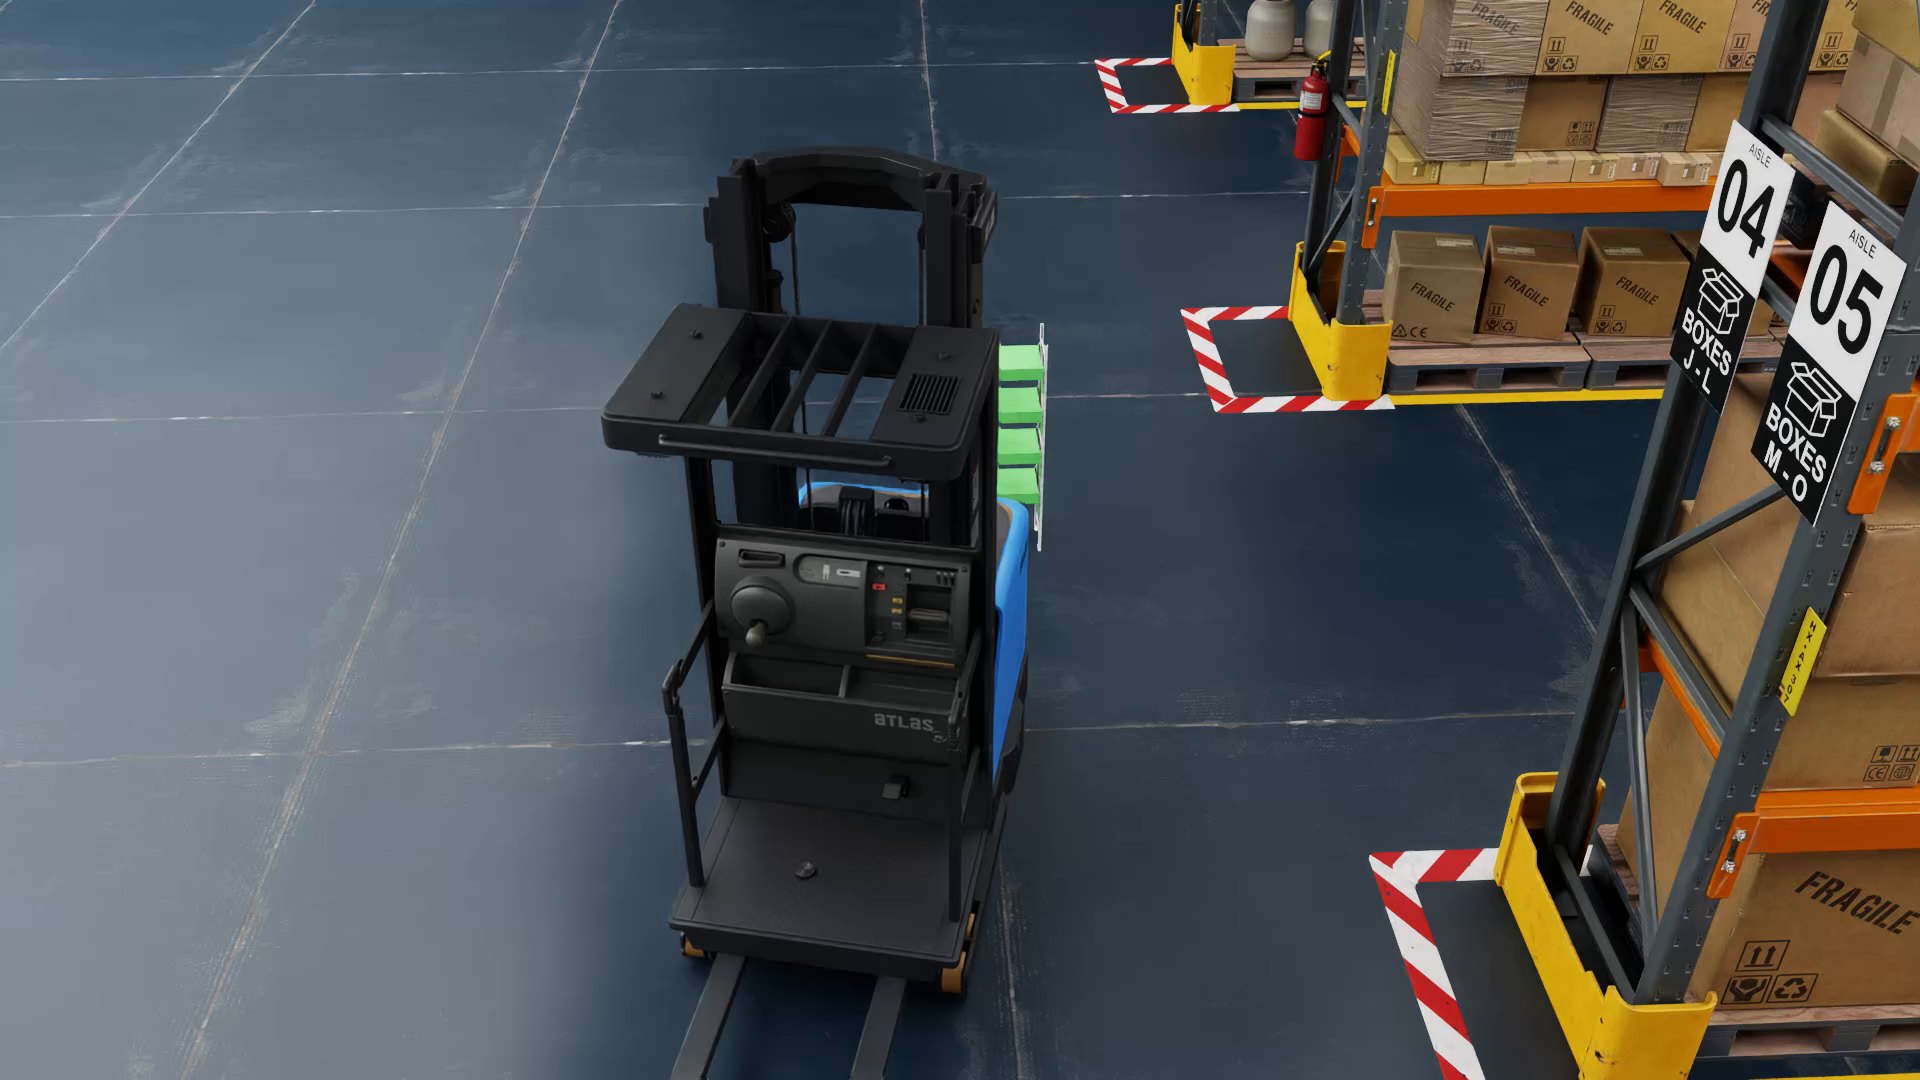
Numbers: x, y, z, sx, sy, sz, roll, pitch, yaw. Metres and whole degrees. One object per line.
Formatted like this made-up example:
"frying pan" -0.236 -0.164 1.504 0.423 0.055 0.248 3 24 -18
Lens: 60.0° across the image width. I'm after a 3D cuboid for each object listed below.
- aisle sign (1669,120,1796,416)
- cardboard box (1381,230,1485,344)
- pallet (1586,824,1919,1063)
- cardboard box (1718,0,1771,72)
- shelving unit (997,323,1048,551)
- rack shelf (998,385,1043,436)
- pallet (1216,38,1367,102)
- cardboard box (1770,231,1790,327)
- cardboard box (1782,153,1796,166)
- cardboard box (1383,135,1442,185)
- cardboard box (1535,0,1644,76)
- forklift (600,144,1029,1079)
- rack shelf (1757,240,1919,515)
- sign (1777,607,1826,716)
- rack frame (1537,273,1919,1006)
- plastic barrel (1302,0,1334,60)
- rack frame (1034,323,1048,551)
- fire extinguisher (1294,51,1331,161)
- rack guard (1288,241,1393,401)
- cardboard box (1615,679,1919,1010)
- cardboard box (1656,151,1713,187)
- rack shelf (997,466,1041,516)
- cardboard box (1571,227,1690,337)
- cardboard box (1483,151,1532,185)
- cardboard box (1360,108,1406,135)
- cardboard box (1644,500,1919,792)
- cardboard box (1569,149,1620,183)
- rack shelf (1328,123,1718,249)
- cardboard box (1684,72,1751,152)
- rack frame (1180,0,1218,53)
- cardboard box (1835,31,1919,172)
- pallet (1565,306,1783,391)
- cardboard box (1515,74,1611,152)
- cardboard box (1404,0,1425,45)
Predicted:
"aisle sign" 2.310 -0.813 5.005 0.004 0.787 0.394 -2 35 -2
"cardboard box" 2.886 -1.550 10.181 0.500 0.500 0.500 5 35 7
"pallet" 3.190 1.505 6.390 1.213 0.211 1.003 -2 35 -2
"cardboard box" 4.322 -2.873 9.037 0.500 0.500 0.500 -2 35 -2
"shelving unit" 0.165 -0.498 8.415 0.503 1.200 0.258 -2 35 -2
"rack shelf" 0.165 -0.643 8.315 0.480 0.148 0.258 -2 35 -2
"pallet" 2.912 -4.114 14.509 1.213 0.211 1.003 -2 35 -2
"cardboard box" 5.284 -1.642 10.315 0.500 0.500 0.500 9 36 13
"cardboard box" 4.557 -2.197 9.510 0.250 0.149 0.380 -2 35 -2
"cardboard box" 2.557 -2.167 9.465 0.250 0.149 0.380 -2 35 -2
"cardboard box" 3.323 -2.842 8.992 0.500 0.500 0.500 -2 35 -2
"forklift" -0.458 0.278 5.772 1.130 2.935 3.031 6 35 8
"rack shelf" 4.393 -0.567 4.930 4.000 0.370 1.077 -2 35 -2
"sign" 2.416 0.352 4.776 0.005 0.325 0.100 -2 35 -2
"rack frame" 2.395 0.425 5.501 0.127 3.000 1.000 -2 35 -2
"plastic barrel" 3.181 -4.437 14.343 0.421 0.512 0.421 0 35 0
"rack frame" 0.409 -0.504 8.424 0.015 1.200 0.240 -2 35 -2
"fire extinguisher" 2.125 -2.625 9.975 0.183 0.674 0.296 -2 35 -2
"rack guard" 2.337 -1.372 10.293 0.348 0.500 1.175 -2 35 -2
"cardboard box" 3.070 1.070 6.067 0.875 0.875 0.875 -1 35 -2
"cardboard box" 4.060 -2.152 9.444 0.250 0.149 0.380 -2 35 -2
"rack shelf" 0.165 -0.248 8.588 0.480 0.148 0.258 -2 35 -2
"cardboard box" 4.108 -1.591 10.241 0.500 0.500 0.500 2 35 2
"cardboard box" 3.058 -2.161 9.457 0.250 0.149 0.380 -2 35 -2
"cardboard box" 2.536 -2.419 9.831 0.250 0.149 0.380 -2 35 -2
"cardboard box" 2.764 0.327 5.510 0.550 0.550 0.875 -2 35 -2
"cardboard box" 3.557 -2.182 9.487 0.250 0.149 0.380 -2 35 -2
"rack shelf" 4.259 -2.156 9.861 4.000 0.370 1.077 -2 35 -2
"cardboard box" 4.307 -2.638 9.576 0.500 0.500 0.875 -2 35 -2
"rack frame" 2.027 -5.213 13.647 0.127 3.000 1.000 -2 35 -2
"cardboard box" 2.871 -1.255 4.706 0.500 0.250 0.500 -1 35 -2
"pallet" 4.366 -1.286 10.423 1.213 0.211 1.003 -2 35 -2
"cardboard box" 3.306 -2.642 9.582 0.500 0.500 0.875 -2 35 -2
"cardboard box" 2.799 -3.128 9.405 0.500 0.500 0.500 -2 35 -2
